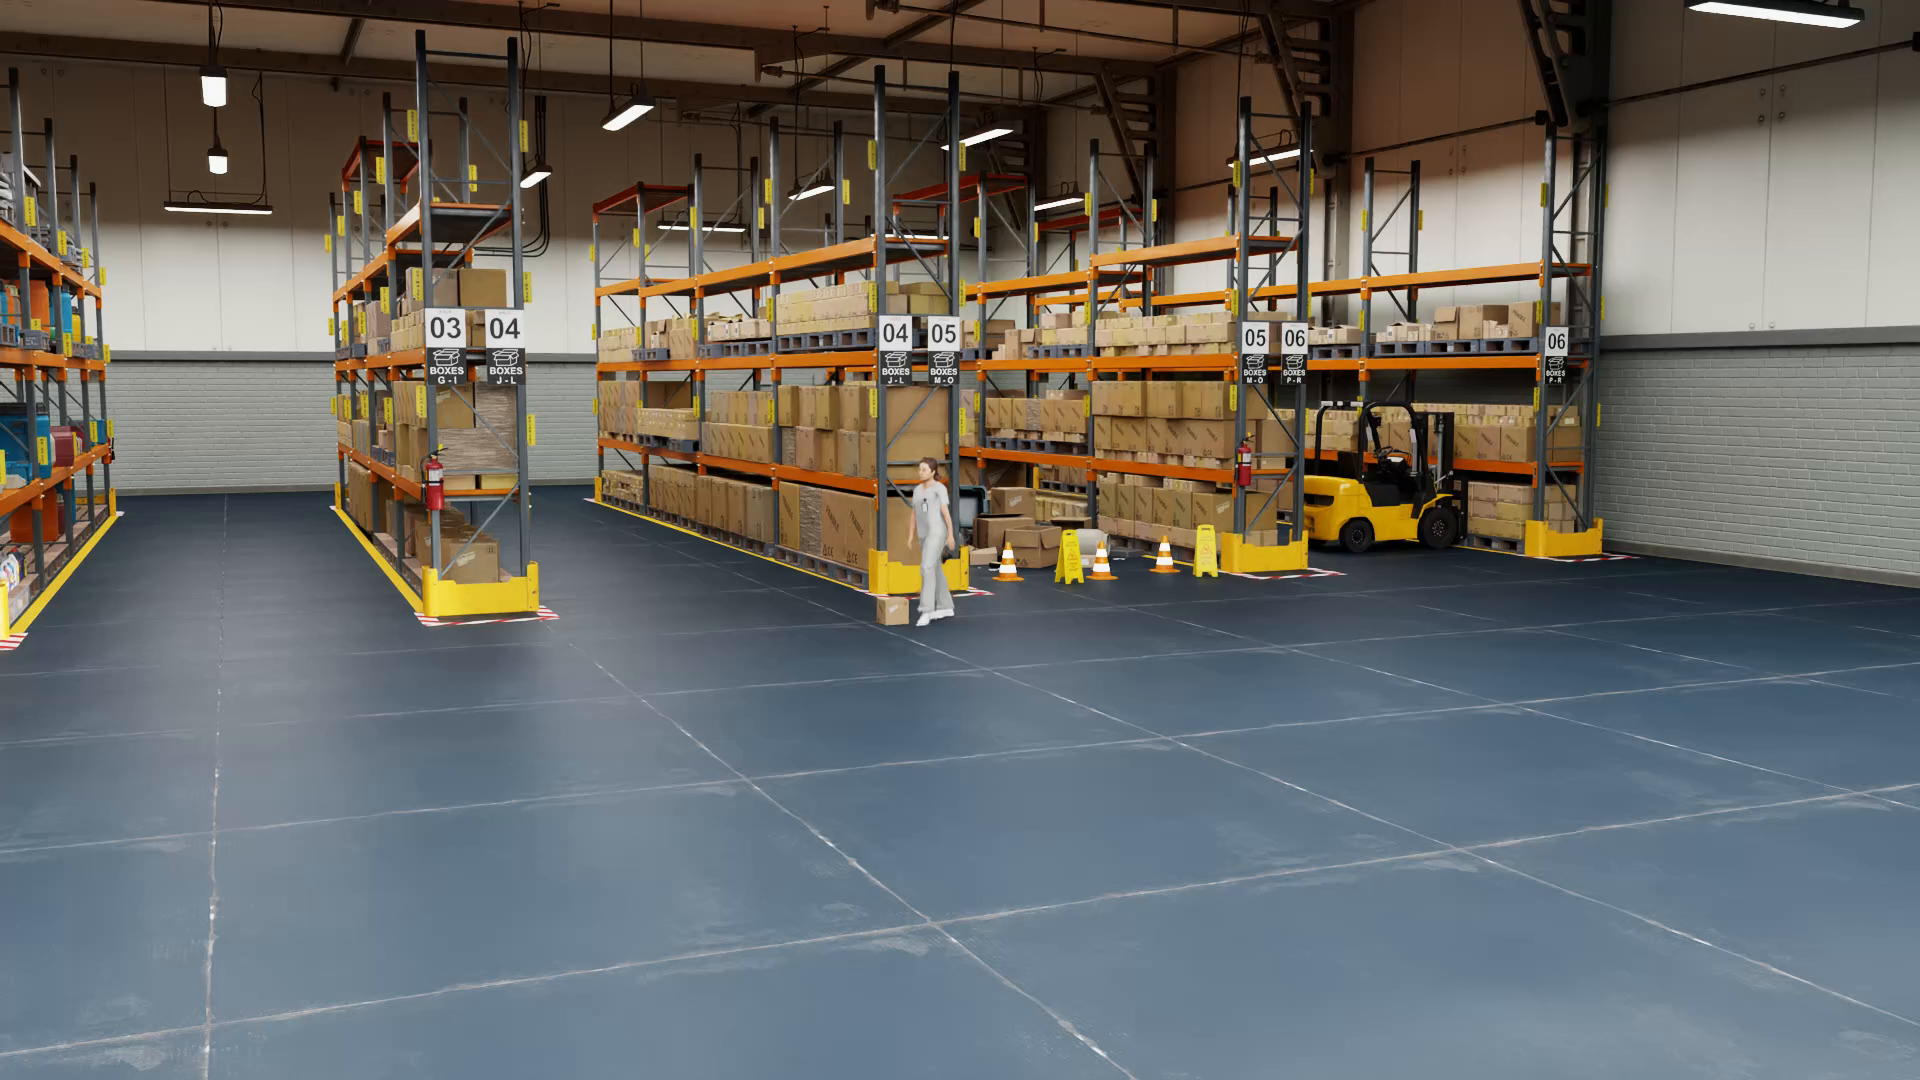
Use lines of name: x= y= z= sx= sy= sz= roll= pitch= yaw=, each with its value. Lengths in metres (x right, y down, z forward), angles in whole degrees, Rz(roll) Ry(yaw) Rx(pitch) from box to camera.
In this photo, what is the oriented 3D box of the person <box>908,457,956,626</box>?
person: x=-0.331 y=0.006 z=17.016 sx=0.609 sy=1.710 sz=0.496 roll=-5 pitch=7 yaw=-40
